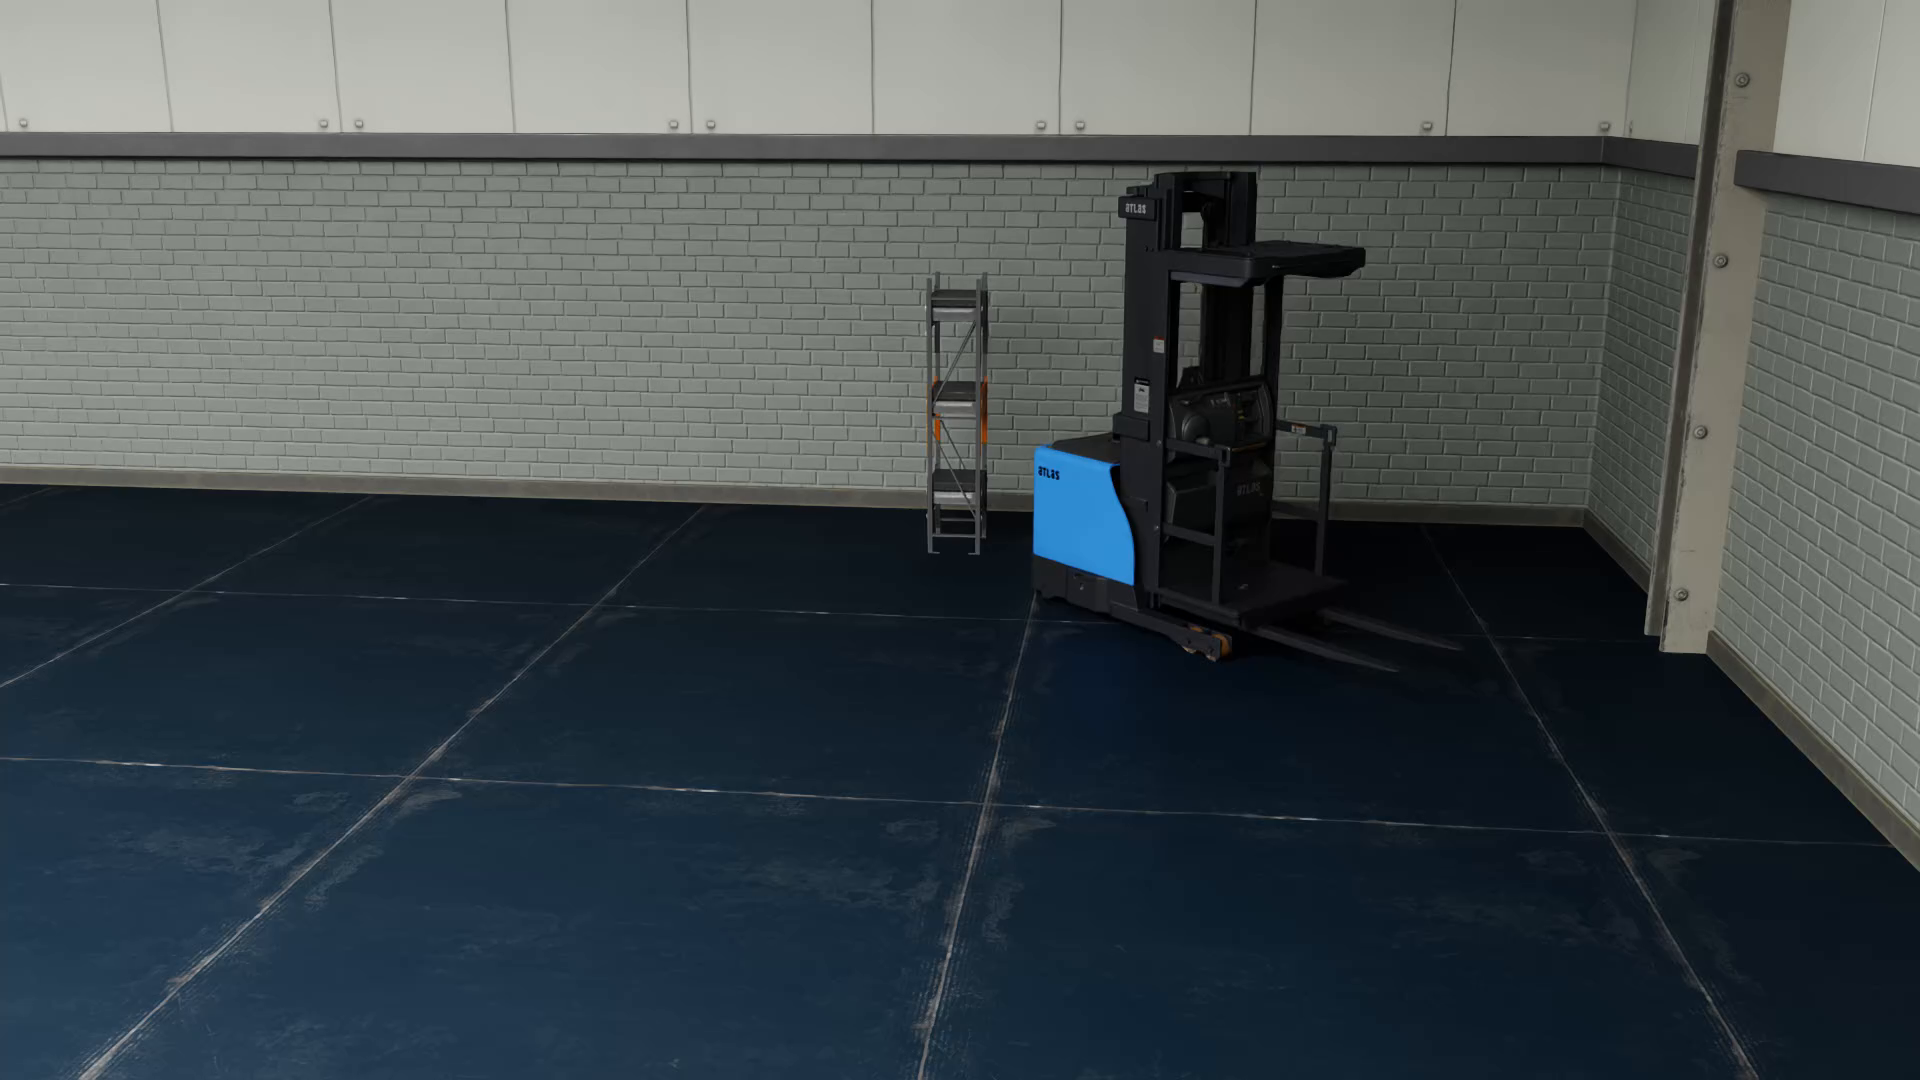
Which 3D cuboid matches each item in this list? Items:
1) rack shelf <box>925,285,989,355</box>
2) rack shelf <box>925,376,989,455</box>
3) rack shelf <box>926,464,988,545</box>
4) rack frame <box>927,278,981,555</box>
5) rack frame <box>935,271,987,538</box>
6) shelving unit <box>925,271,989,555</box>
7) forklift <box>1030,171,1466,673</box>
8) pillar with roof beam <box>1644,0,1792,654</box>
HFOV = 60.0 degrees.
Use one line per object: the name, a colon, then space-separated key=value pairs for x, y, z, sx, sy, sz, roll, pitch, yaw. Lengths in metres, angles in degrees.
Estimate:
rack shelf: x=-0.019 y=-1.633 z=12.550 sx=0.431 sy=0.518 sz=0.480 roll=2 pitch=15 yaw=6
rack shelf: x=-0.019 y=-0.958 z=12.733 sx=0.431 sy=0.518 sz=0.480 roll=2 pitch=15 yaw=6
rack shelf: x=-0.019 y=-0.282 z=12.916 sx=0.431 sy=0.518 sz=0.480 roll=2 pitch=15 yaw=6
rack frame: x=-0.046 y=-0.907 z=12.495 sx=0.400 sy=2.100 sz=0.015 roll=2 pitch=15 yaw=6
rack frame: x=0.009 y=-1.034 z=12.963 sx=0.400 sy=2.100 sz=0.015 roll=2 pitch=15 yaw=6
shelving unit: x=-0.019 y=-0.971 z=12.729 sx=0.431 sy=2.100 sz=0.503 roll=2 pitch=15 yaw=6
forklift: x=1.812 y=-0.808 z=10.534 sx=1.130 sy=2.935 sz=3.031 roll=-12 pitch=19 yaw=-37
pillar with roof beam: x=0.342 y=-3.808 z=10.007 sx=9.100 sy=9.000 sz=0.400 roll=2 pitch=15 yaw=6
